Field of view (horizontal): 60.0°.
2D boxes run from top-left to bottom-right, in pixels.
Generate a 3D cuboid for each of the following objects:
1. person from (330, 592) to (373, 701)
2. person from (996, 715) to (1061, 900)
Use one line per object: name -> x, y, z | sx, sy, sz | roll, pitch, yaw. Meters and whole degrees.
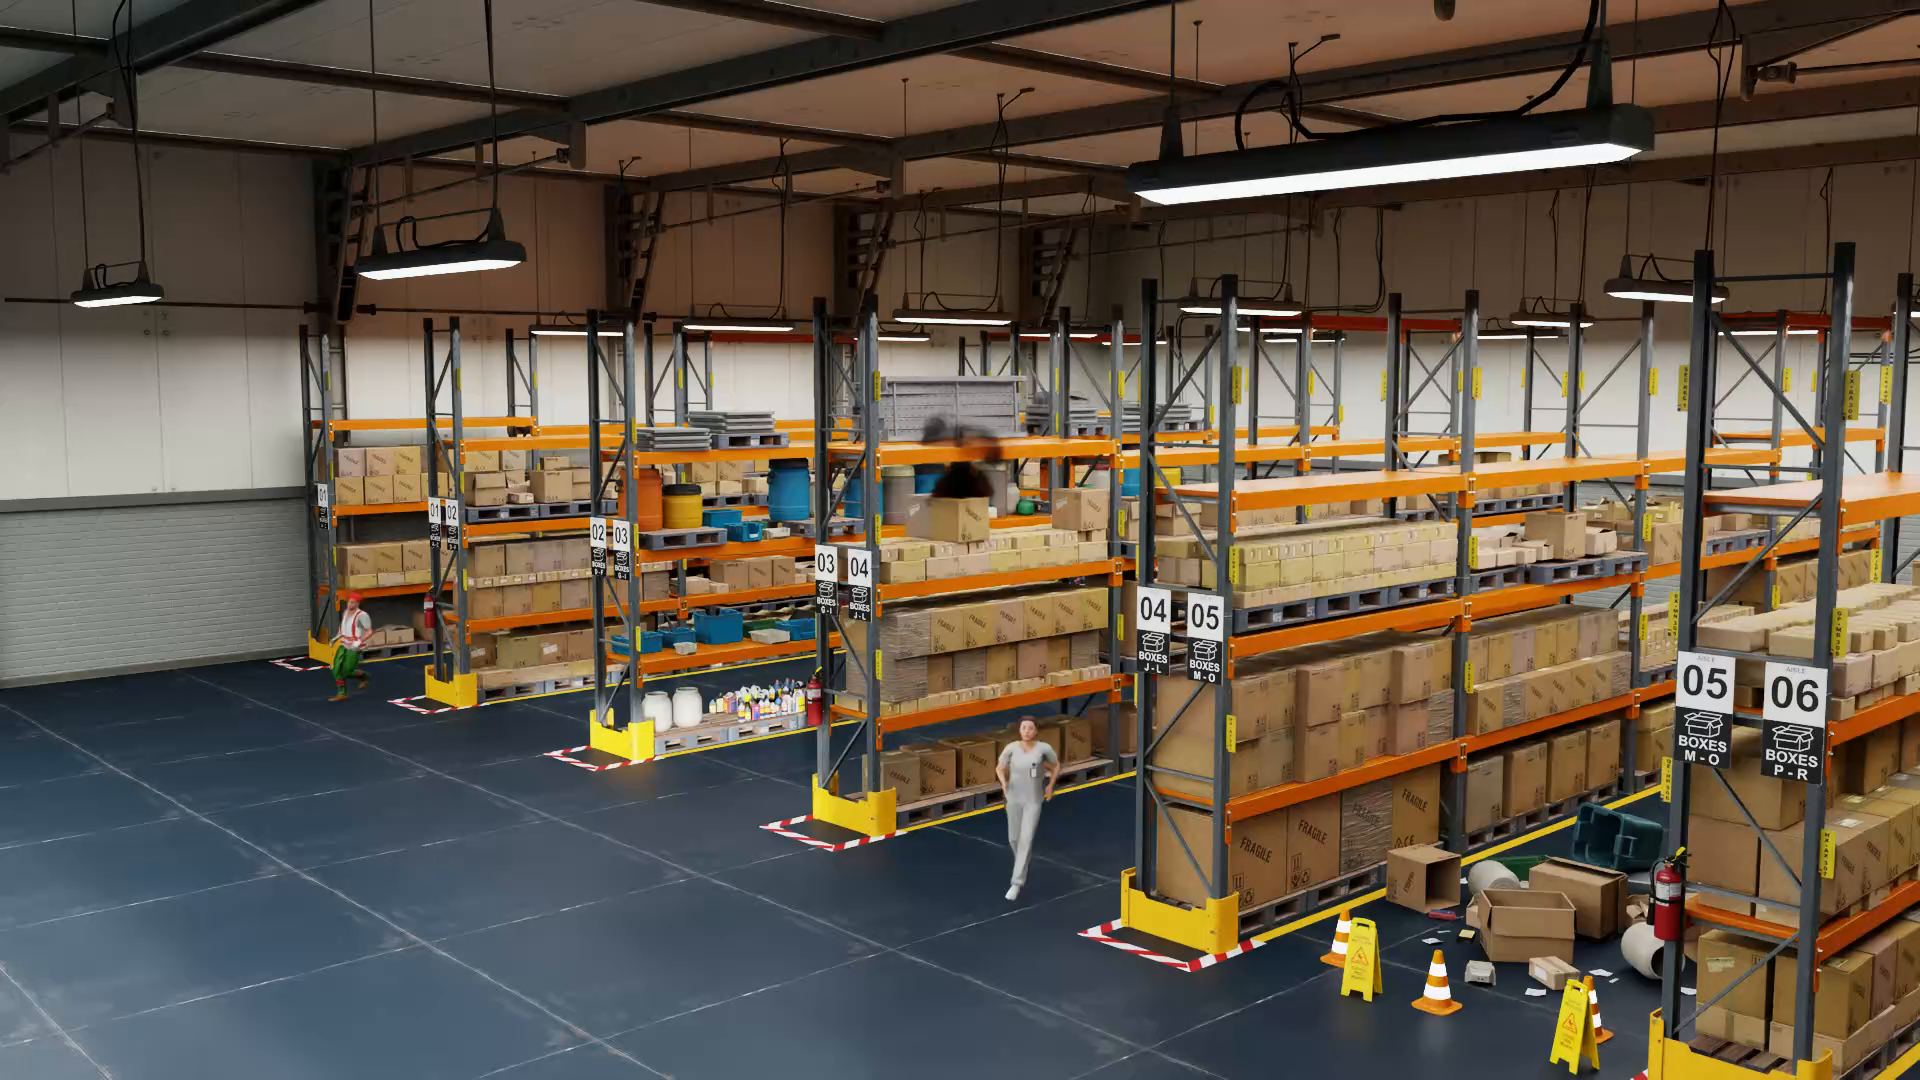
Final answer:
person -> -9.530, 1.672, 26.204 | 0.703, 1.728, 0.660 | 3, 7, 30
person -> 0.621, 2.473, 15.684 | 0.599, 1.662, 0.895 | 1, 6, 12
